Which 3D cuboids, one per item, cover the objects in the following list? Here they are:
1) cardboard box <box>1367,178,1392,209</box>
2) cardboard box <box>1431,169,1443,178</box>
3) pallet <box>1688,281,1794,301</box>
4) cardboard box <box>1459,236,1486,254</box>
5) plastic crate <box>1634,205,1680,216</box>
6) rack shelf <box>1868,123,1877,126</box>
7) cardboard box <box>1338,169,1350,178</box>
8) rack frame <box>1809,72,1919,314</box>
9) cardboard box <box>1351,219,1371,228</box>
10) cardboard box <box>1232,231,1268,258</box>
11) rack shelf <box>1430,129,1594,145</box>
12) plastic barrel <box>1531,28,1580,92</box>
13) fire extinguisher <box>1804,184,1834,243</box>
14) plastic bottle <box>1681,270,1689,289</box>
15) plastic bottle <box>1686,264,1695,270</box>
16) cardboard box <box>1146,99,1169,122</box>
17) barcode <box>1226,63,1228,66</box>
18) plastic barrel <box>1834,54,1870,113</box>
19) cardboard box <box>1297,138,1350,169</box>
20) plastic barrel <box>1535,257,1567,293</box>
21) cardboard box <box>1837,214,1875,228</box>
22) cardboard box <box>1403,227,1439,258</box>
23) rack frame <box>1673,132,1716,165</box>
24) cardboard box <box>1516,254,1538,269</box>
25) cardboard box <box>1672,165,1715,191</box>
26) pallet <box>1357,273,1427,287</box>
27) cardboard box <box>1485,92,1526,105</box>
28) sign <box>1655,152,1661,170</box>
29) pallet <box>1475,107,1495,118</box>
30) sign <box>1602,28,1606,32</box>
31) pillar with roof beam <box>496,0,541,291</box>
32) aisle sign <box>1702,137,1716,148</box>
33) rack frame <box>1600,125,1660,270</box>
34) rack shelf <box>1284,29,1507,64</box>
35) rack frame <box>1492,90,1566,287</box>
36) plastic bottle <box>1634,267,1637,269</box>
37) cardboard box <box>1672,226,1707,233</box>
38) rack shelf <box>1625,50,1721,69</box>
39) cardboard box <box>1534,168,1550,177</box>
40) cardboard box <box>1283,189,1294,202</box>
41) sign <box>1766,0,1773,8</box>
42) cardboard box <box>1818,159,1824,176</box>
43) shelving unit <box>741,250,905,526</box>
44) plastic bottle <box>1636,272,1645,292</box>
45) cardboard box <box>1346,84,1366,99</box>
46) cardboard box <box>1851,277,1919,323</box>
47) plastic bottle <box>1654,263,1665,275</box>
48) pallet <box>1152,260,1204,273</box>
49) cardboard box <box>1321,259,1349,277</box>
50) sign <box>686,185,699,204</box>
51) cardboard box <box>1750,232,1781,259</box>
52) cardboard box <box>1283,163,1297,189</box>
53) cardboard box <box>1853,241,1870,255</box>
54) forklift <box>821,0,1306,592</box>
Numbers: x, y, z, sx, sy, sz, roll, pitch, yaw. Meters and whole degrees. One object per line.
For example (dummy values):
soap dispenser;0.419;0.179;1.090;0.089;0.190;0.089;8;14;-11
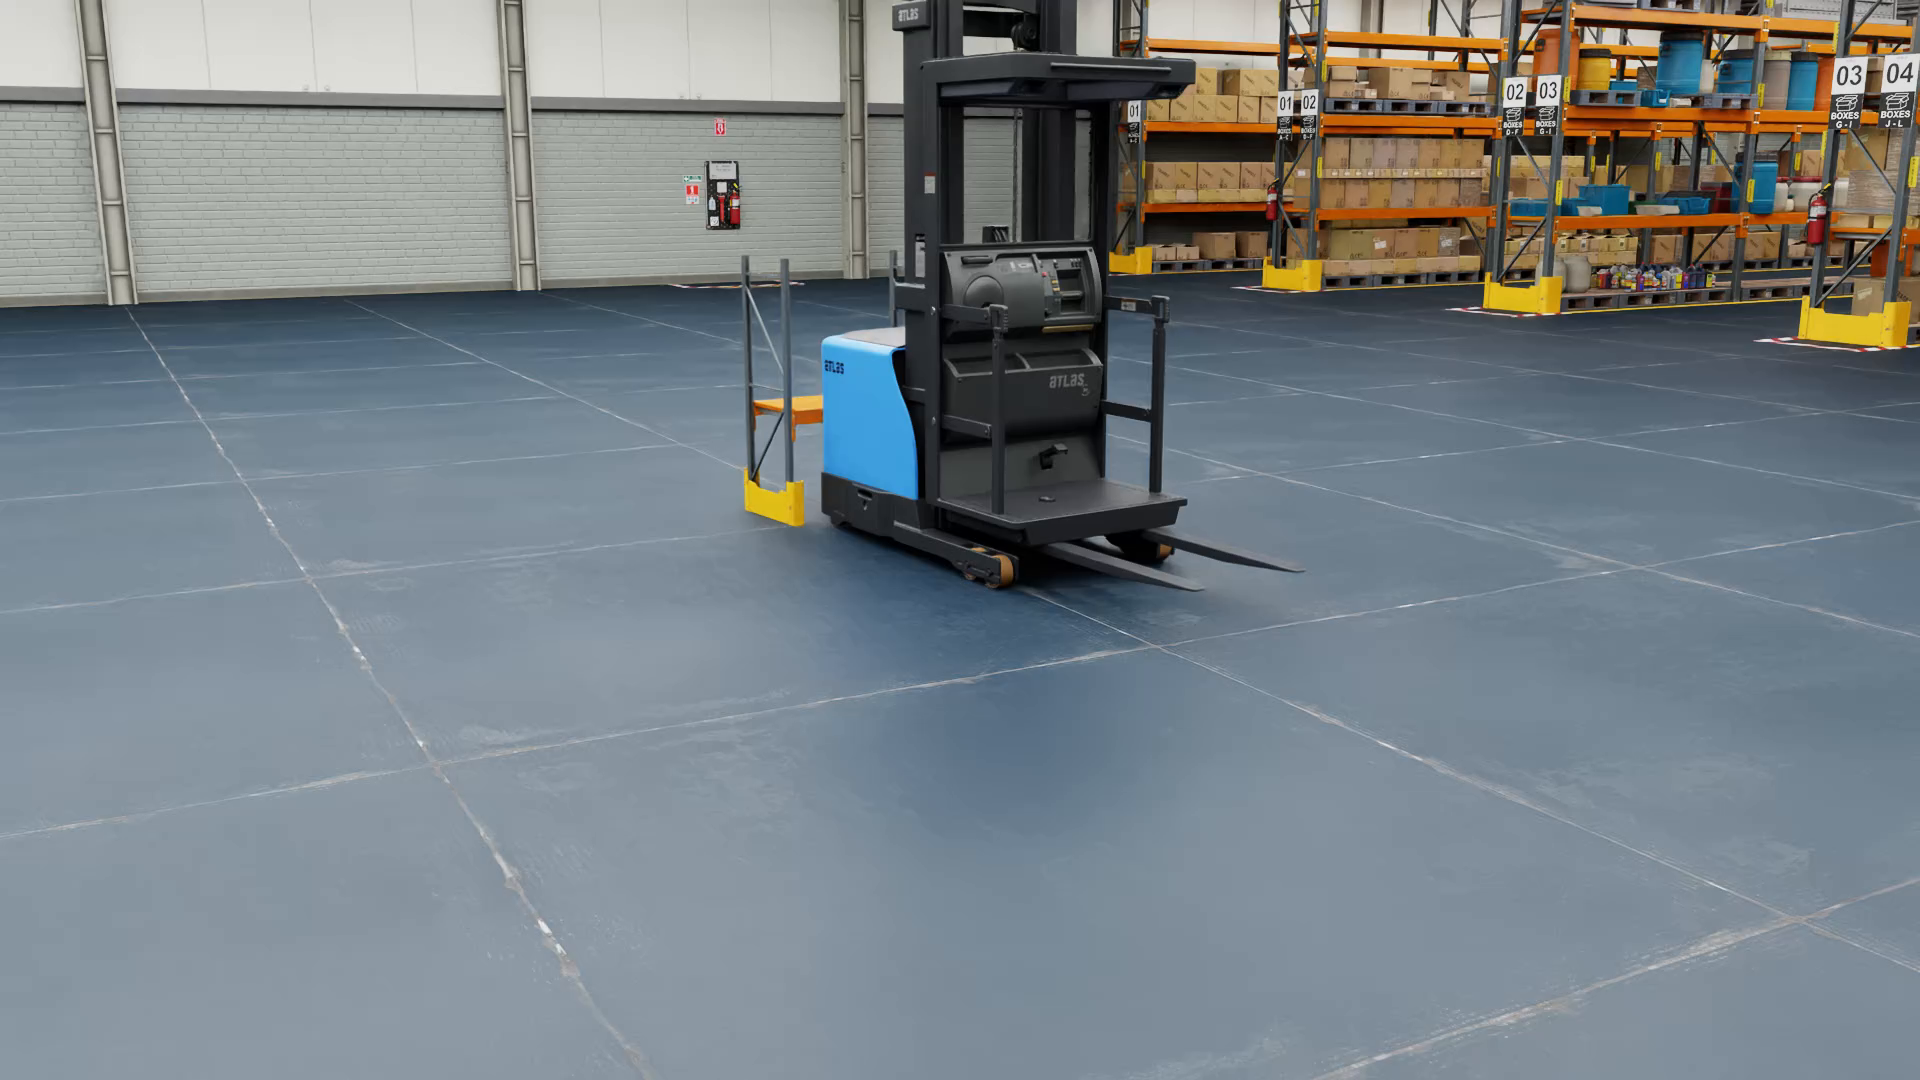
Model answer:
cardboard box;6.865;-5.870;28.134;0.500;0.500;0.700;-7;14;-27
cardboard box;8.033;-6.277;28.464;0.250;0.149;0.380;-7;14;-28
pallet;12.104;-3.863;25.794;1.213;0.211;1.003;-7;14;-28
cardboard box;9.281;-5.323;29.960;0.500;0.311;0.500;-7;14;-28
plastic crate;10.129;-4.785;24.140;0.437;0.136;0.530;-7;14;-28
rack shelf;16.700;-6.877;27.642;4.000;0.370;1.077;-7;14;-28
cardboard box;6.230;-6.061;27.503;0.250;0.149;0.380;-7;15;-29
rack frame;10.296;-3.758;18.976;0.127;3.000;1.000;-7;14;-28
cardboard box;8.164;-6.587;34.528;0.500;0.250;0.500;-7;15;-29
cardboard box;5.795;-5.921;33.278;0.500;0.500;0.500;-8;15;-32
rack shelf;11.953;-8.786;36.125;4.000;0.370;1.077;-7;14;-28
plastic barrel;8.288;-6.666;23.131;0.708;0.830;0.600;-7;14;-28
fire extinguisher;9.974;-3.797;19.326;0.183;0.674;0.296;-7;14;-28
plastic bottle;10.715;-3.854;24.588;0.133;0.283;0.061;-6;14;-24
plastic bottle;10.937;-3.960;24.905;0.185;0.351;0.144;-7;14;-28
cardboard box;3.589;-8.131;31.301;0.500;0.500;0.500;-6;14;-26
barcode;5.260;-9.369;32.751;0.075;0.075;0.001;-7;14;-28
plastic barrel;14.119;-7.218;26.375;0.600;0.901;0.600;0;13;0
cardboard box;6.015;-6.401;27.539;0.500;0.500;0.700;-7;14;-28
plastic barrel;8.463;-3.788;23.818;0.421;0.512;0.421;0;13;0
cardboard box;10.447;-3.705;19.314;0.250;0.149;0.380;-7;14;-28
cardboard box;7.879;-5.123;28.639;0.500;0.500;0.500;-7;14;-28
rack frame;17.219;-8.305;39.180;0.127;3.000;1.000;-7;14;-28
cardboard box;9.985;-5.000;29.801;0.500;0.250;0.500;-6;14;-26
cardboard box;13.967;-6.910;31.798;0.500;0.500;0.700;-4;13;-17
pallet;7.273;-4.523;28.727;1.213;0.211;1.003;-7;14;-28
cardboard box;9.609;-7.746;29.252;0.500;0.250;0.500;-5;14;-22
sign;12.843;-6.967;30.600;0.005;0.325;0.100;-7;14;-28
pallet;9.831;-7.554;29.446;1.217;0.209;0.805;-8;15;-30
sign;13.979;-11.202;36.081;0.005;0.325;0.100;-7;14;-28
pillar with roof beam;-5.095;-7.697;22.814;0.400;9.000;9.100;-7;14;-28
aisle sign;17.426;-9.523;38.672;0.004;0.787;0.394;-7;14;-28
rack frame;12.574;-6.509;31.200;0.127;3.000;1.000;-7;14;-28
rack shelf;7.308;-8.259;27.860;4.000;0.370;1.077;-7;14;-28
rack frame;7.922;-4.713;23.217;0.127;3.000;1.000;-7;14;-28
plastic bottle;10.195;-3.989;25.185;0.133;0.283;0.061;-6;14;-25
cardboard box;14.226;-6.129;32.494;0.500;0.250;0.500;-7;15;-29
rack shelf;14.330;-9.100;31.600;4.000;0.370;1.077;-7;14;-28
cardboard box;12.536;-7.884;36.359;0.500;0.500;0.500;-7;14;-28
cardboard box;6.416;-6.871;33.104;0.500;0.250;0.500;-7;14;-28
sign;11.687;-7.851;23.975;0.005;0.325;0.100;-7;14;-28
cardboard box;17.086;-7.516;33.170;0.500;0.500;0.500;-7;15;-30
shelving unit;-0.680;-0.932;9.830;1.083;1.500;0.587;-9;15;-35
plastic bottle;9.870;-3.753;24.138;0.133;0.283;0.061;-7;14;-27
cardboard box;6.437;-7.503;27.851;0.500;0.250;0.500;-7;14;-28
cardboard box;10.852;-2.806;19.482;0.500;0.500;0.500;-4;13;-17
plastic bottle;10.595;-4.023;25.184;0.185;0.351;0.144;-7;14;-28
pallet;3.972;-5.348;32.392;1.213;0.211;1.003;-7;14;-28
cardboard box;6.130;-4.545;27.777;0.500;0.250;0.500;-7;14;-28
sign;-4.613;-5.957;28.668;0.234;0.329;0.001;-7;14;-28
cardboard box;15.789;-5.818;32.820;0.500;0.500;0.500;-7;14;-28
cardboard box;6.420;-7.236;33.017;0.500;0.500;0.500;-7;14;-28
cardboard box;18.389;-6.025;34.310;0.500;0.250;0.500;-7;14;-28
forklift;0.446;-1.314;8.271;1.130;2.935;3.031;-8;15;-33
